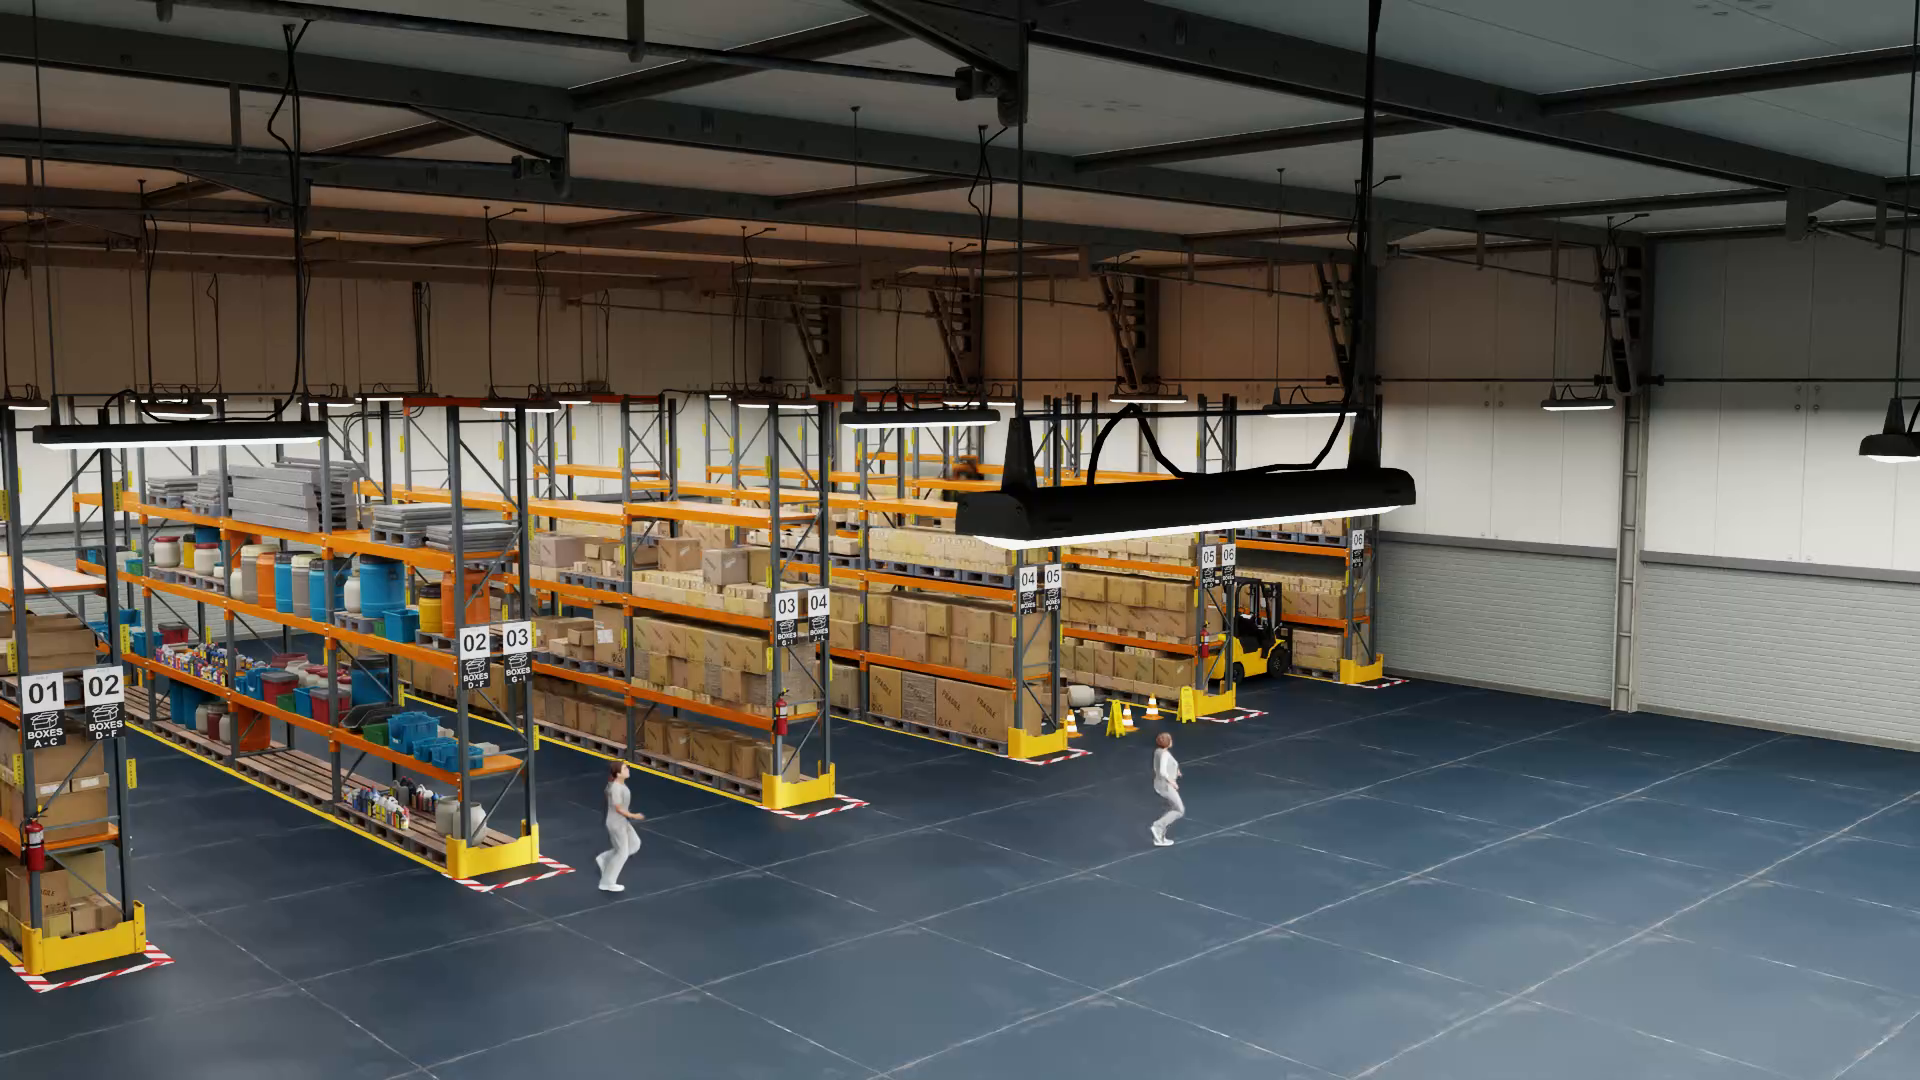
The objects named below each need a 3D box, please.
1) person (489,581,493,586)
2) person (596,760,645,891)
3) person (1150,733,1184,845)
[{"bbox_3d":[-11.239,1.743,39.130,0.708,1.595,0.565,0,6,0],"label":"person"},{"bbox_3d":[-4.222,3.533,20.669,0.618,1.631,0.595,-1,6,-9],"label":"person"},{"bbox_3d":[2.820,3.382,22.539,0.546,1.541,0.532,-2,6,-16],"label":"person"}]
